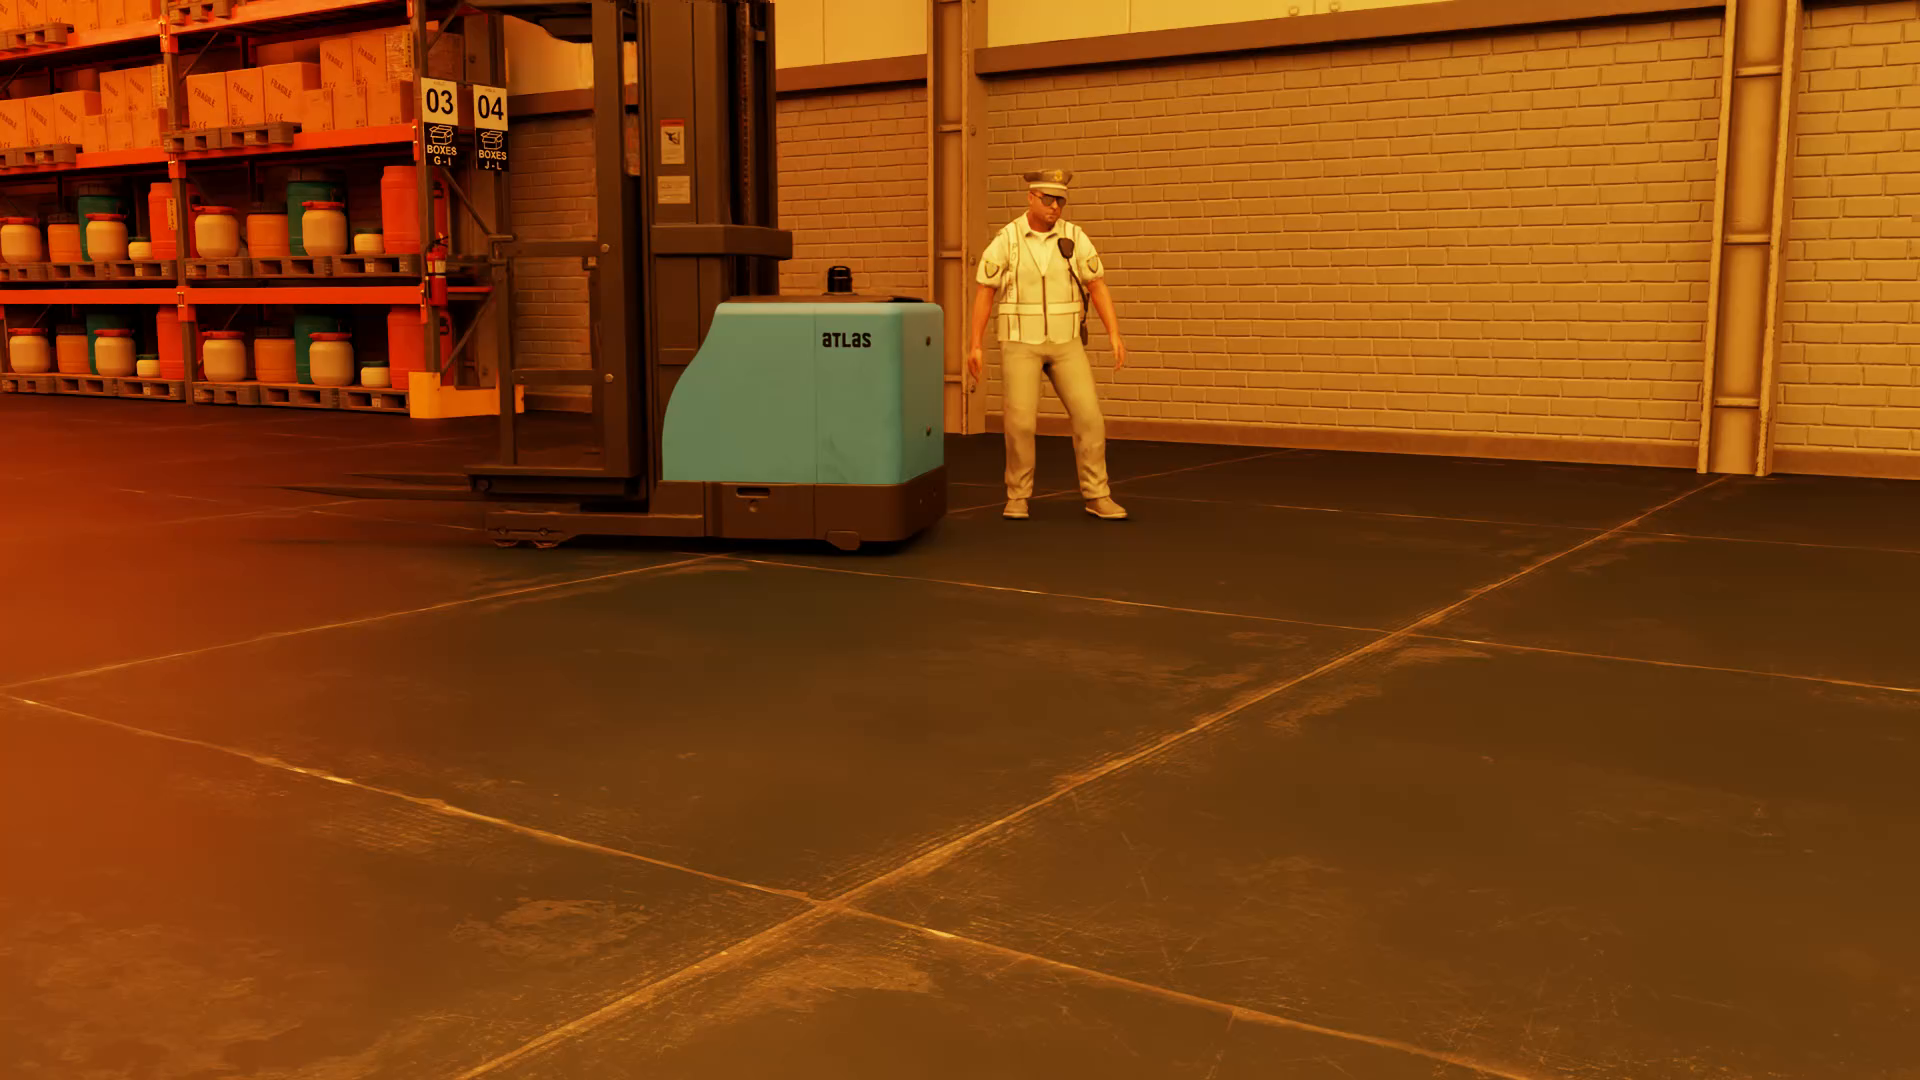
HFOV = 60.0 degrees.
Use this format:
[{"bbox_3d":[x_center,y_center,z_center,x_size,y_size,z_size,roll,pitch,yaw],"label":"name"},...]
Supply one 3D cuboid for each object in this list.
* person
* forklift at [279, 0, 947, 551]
[{"bbox_3d":[0.431,-0.973,8.325,0.787,1.725,0.440,-1,8,-7],"label":"person"},{"bbox_3d":[-1.633,-1.483,7.623,3.031,2.935,1.130,2,8,11],"label":"forklift"}]
